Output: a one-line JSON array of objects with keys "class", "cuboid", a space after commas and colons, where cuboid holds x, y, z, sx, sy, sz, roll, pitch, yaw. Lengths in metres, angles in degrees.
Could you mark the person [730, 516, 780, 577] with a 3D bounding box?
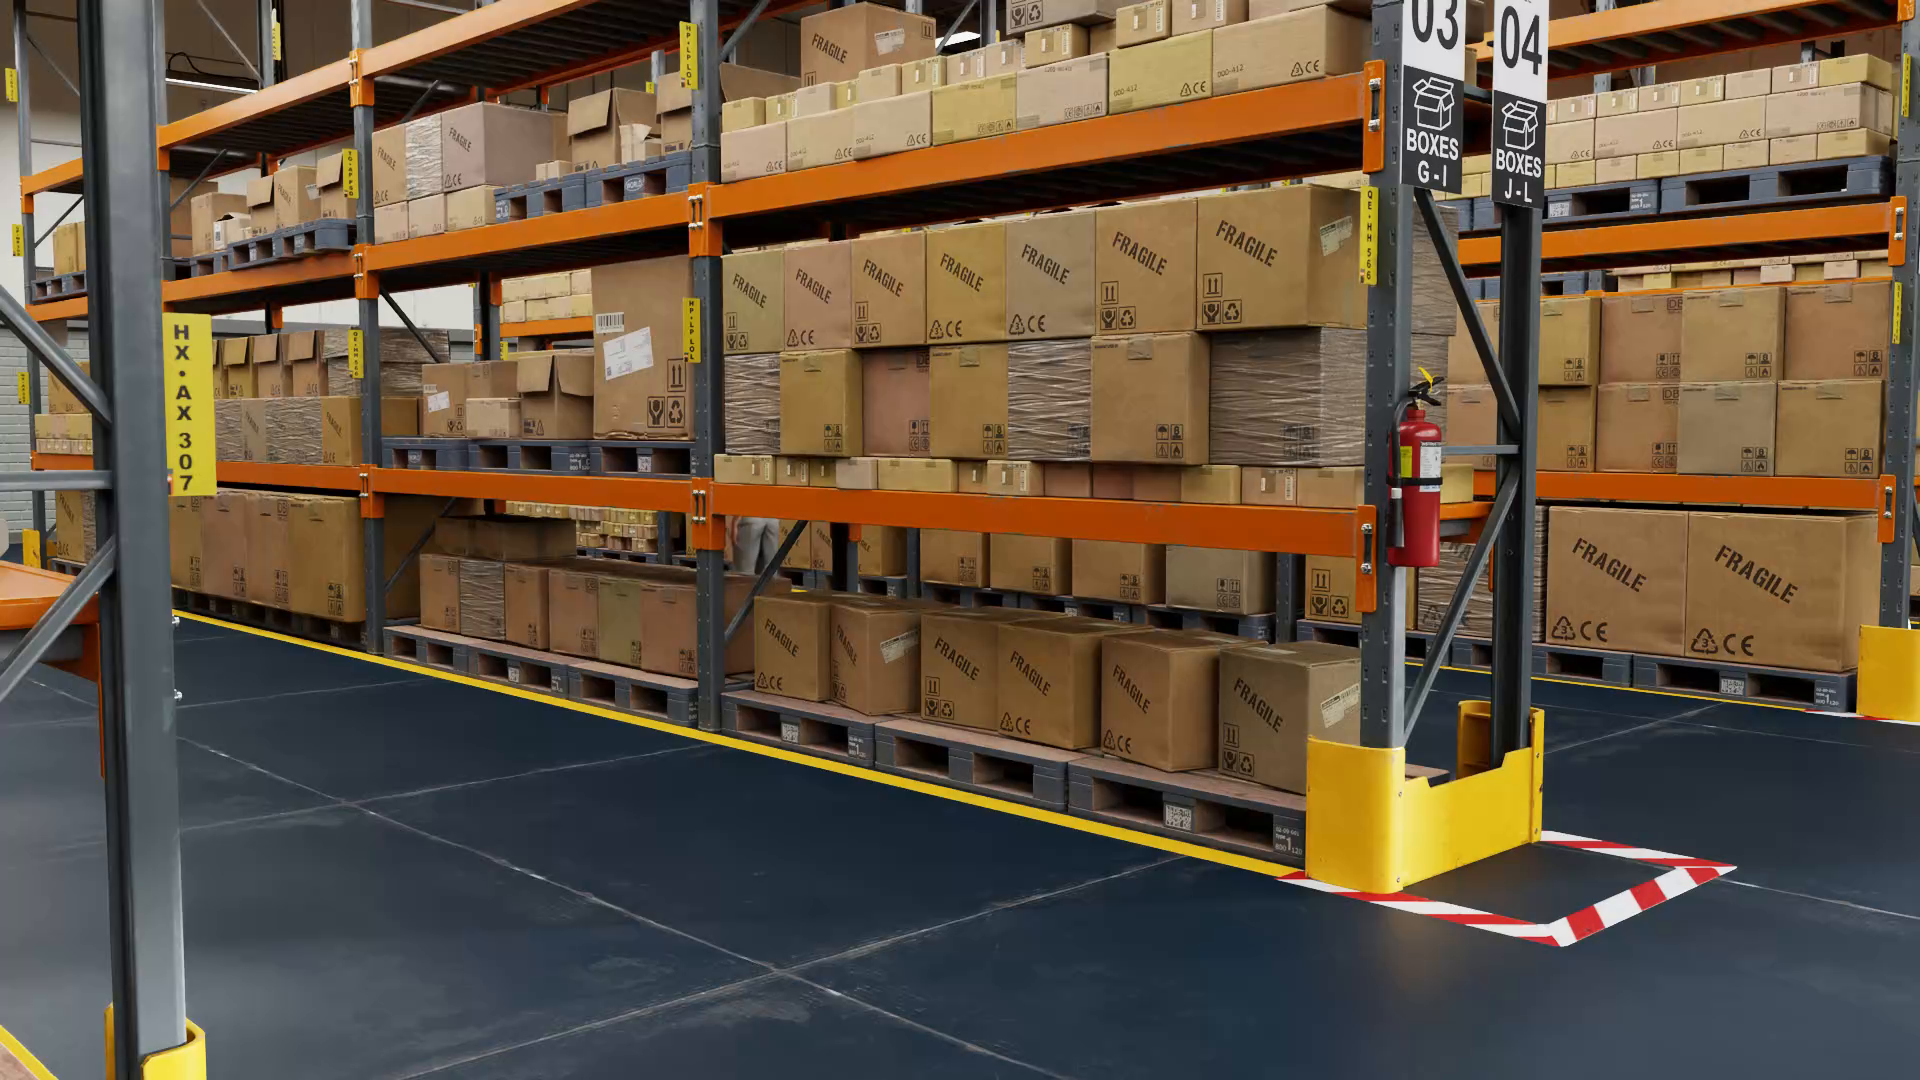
[{"class": "person", "cuboid": [-1.494, -0.082, 12.222, 0.437, 1.671, 0.363, -4, 5, -42]}]
